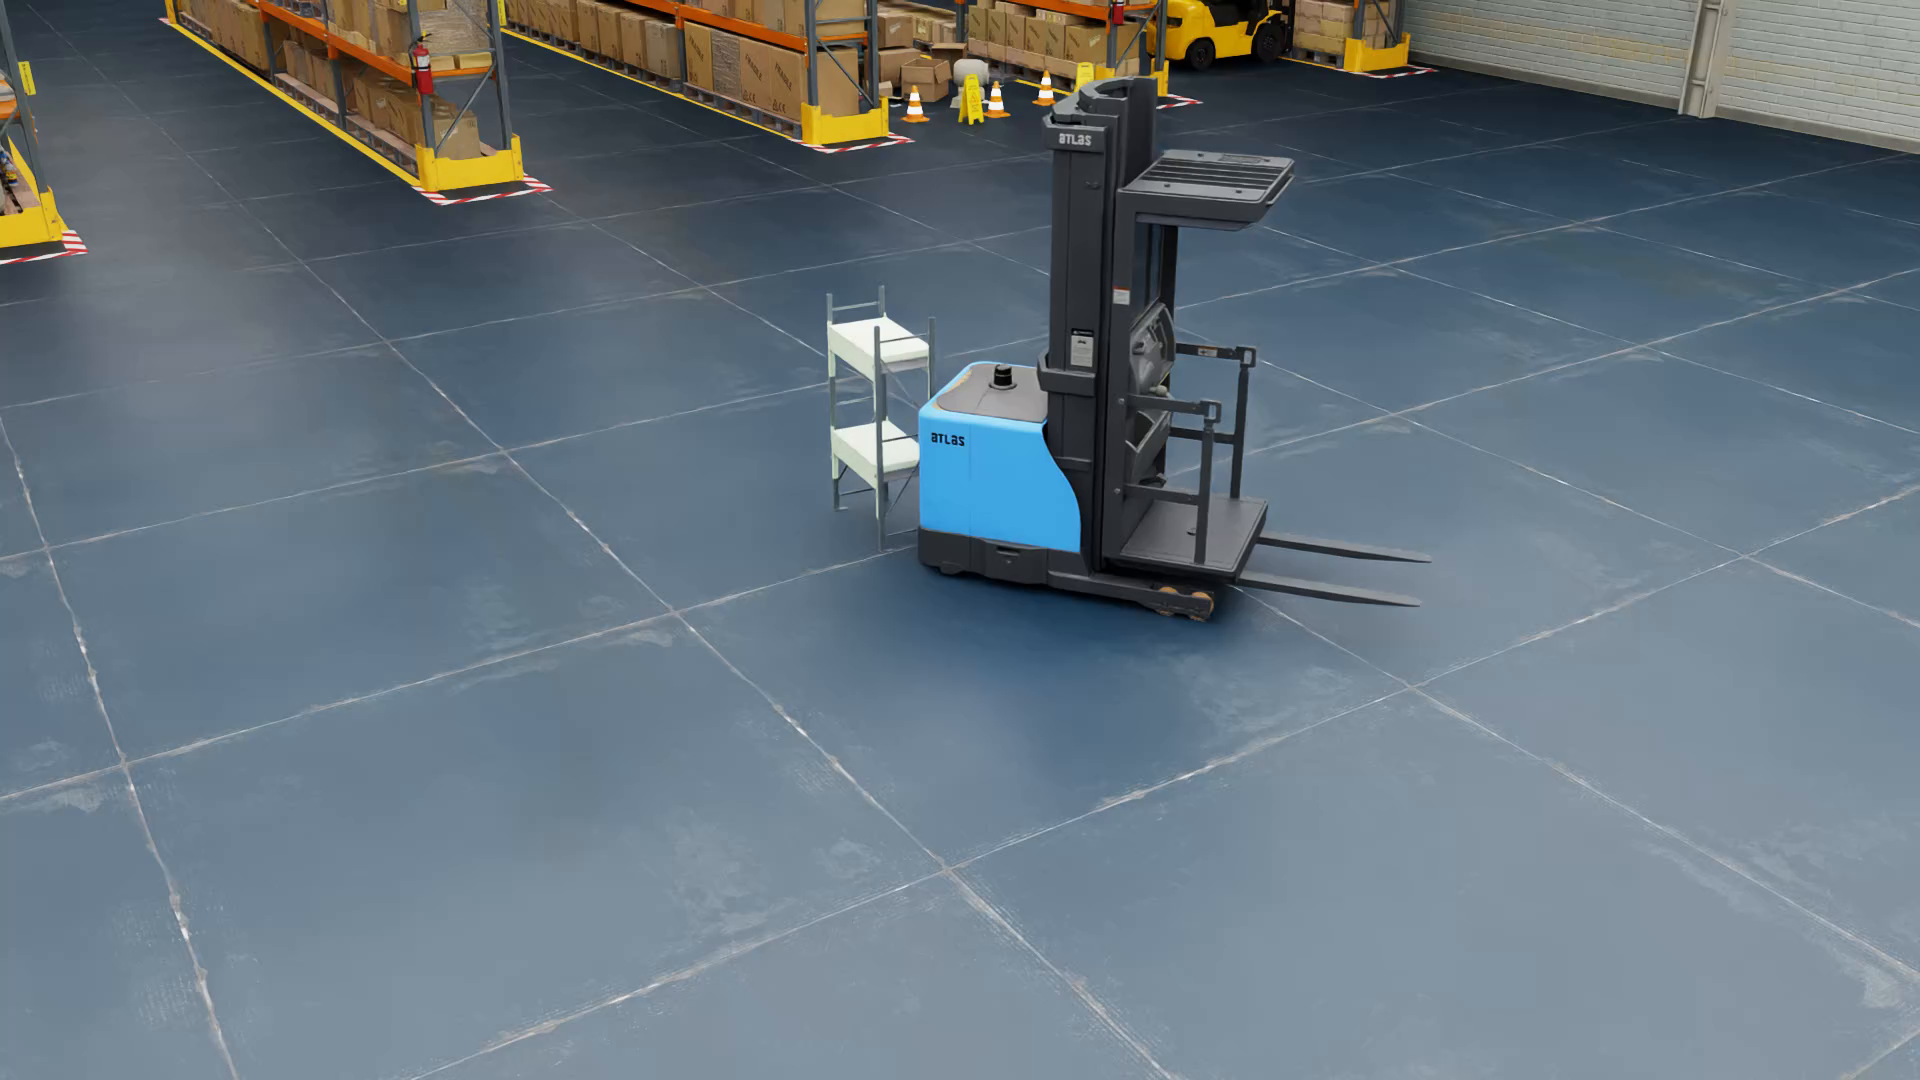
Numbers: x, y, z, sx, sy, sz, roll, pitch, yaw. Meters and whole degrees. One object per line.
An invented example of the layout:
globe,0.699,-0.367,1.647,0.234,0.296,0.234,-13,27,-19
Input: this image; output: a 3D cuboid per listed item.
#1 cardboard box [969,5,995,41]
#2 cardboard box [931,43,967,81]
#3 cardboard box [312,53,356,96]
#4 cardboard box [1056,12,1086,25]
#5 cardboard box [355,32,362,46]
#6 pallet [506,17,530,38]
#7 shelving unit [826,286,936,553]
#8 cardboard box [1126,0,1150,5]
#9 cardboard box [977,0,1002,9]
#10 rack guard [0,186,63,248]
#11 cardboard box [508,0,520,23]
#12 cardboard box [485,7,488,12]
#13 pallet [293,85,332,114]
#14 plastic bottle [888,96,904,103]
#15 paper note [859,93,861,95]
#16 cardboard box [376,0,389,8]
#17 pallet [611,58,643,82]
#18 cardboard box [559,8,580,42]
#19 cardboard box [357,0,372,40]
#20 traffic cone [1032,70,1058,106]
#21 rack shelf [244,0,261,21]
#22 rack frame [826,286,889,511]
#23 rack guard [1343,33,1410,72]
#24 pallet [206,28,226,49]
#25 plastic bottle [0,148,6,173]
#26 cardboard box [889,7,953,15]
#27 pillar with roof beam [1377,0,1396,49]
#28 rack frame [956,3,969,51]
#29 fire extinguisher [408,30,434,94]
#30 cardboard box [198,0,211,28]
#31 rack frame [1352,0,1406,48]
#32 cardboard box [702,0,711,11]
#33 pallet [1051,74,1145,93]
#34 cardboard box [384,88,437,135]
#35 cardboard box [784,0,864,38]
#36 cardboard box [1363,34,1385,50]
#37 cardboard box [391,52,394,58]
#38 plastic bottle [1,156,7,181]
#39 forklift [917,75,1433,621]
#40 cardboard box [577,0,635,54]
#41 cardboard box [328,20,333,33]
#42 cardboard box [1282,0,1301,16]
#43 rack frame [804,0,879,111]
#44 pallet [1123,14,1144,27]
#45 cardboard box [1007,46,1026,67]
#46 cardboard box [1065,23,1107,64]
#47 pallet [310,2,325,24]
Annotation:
cardboard box,0.482,-8.315,26.700,0.500,0.500,0.500,-14,29,-27
cardboard box,-0.169,-7.473,25.992,0.500,0.500,0.500,3,25,6
cardboard box,-8.784,-6.662,23.761,0.700,0.500,0.500,-18,31,-34
cardboard box,1.657,-7.793,24.834,0.380,0.149,0.250,-15,29,-28
cardboard box,-7.349,-6.292,20.858,0.380,0.149,0.250,-16,29,-30
pallet,-7.647,-9.436,30.490,1.003,0.211,1.213,-16,29,-30
shelving unit,-0.501,-0.776,10.637,0.431,1.500,0.755,-12,28,-24
cardboard box,2.558,-7.928,24.325,0.380,0.149,0.250,-15,29,-29
cardboard box,0.500,-8.549,26.437,0.380,0.149,0.250,-15,29,-29
rack guard,-9.964,-3.294,17.143,1.175,0.500,0.348,-16,29,-30
cardboard box,-7.892,-9.708,30.237,0.500,0.500,0.500,-14,29,-28
cardboard box,-8.843,-10.128,31.538,0.380,0.149,0.250,-17,30,-31
pallet,-9.013,-6.447,24.160,1.003,0.211,1.213,-16,29,-30
plastic bottle,-0.964,-6.444,24.328,0.283,0.061,0.133,18,31,33
paper note,-1.431,-6.708,24.933,0.172,0.023,0.155,-6,26,-12
cardboard box,-6.518,-6.511,19.392,0.500,0.500,0.500,-16,29,-30
pallet,-4.860,-7.548,26.491,1.003,0.211,1.213,-16,29,-30
cardboard box,-6.468,-8.778,28.267,0.500,0.500,0.500,-16,29,-30
cardboard box,-6.884,-6.467,20.470,0.875,0.500,0.500,-16,29,-30
traffic cone,1.254,-6.578,24.143,0.336,0.463,0.334,-16,29,-30
rack shelf,-11.192,-8.814,26.750,1.077,0.370,4.000,-16,29,-30
rack frame,-0.667,-0.915,10.932,0.400,1.500,0.023,-12,28,-24
rack guard,6.740,-7.891,26.881,1.175,0.500,0.348,-16,29,-30
pallet,-12.634,-8.884,29.322,1.003,0.211,1.213,-16,29,-30
plastic bottle,-11.107,-4.400,19.232,0.152,0.276,0.135,-15,29,-29
cardboard box,-0.679,-8.996,28.879,0.950,0.372,0.625,-14,29,-28
pillar with roof beam,3.495,-11.199,23.932,9.100,9.000,0.400,-16,29,-30
rack frame,0.386,-9.303,26.943,1.000,3.000,0.127,-16,29,-30
fire extinguisher,-6.057,-5.380,18.722,0.296,0.674,0.183,-16,29,-30
cardboard box,-13.069,-9.661,29.697,0.875,0.875,0.875,-16,29,-30
rack frame,6.727,-9.030,26.365,1.000,3.000,0.127,-16,29,-30
cardboard box,-3.175,-7.860,23.711,0.875,0.550,0.550,-16,29,-30
pallet,2.114,-6.937,25.198,1.003,0.211,1.213,-16,29,-30
cardboard box,-7.008,-5.494,21.310,0.500,0.500,0.500,-19,31,-34
cardboard box,-1.763,-6.873,21.619,0.875,0.550,0.550,-16,29,-30
cardboard box,6.622,-8.198,27.331,0.500,0.250,0.500,-15,29,-29
cardboard box,-6.603,-5.862,19.948,0.380,0.149,0.250,-16,29,-30
plastic bottle,-10.799,-4.217,18.851,0.097,0.271,0.097,0,25,0
forklift,1.310,-1.108,9.663,3.031,2.935,1.130,9,27,18
cardboard box,-5.633,-8.478,27.338,1.050,0.750,0.750,-16,30,-30
cardboard box,-8.052,-6.733,21.793,0.380,0.149,0.250,-16,29,-30
cardboard box,5.646,-8.880,27.606,0.500,0.250,0.500,-15,29,-29
rack frame,-1.522,-6.683,21.392,1.000,3.000,0.127,-16,29,-30
pallet,3.438,-9.891,31.456,1.003,0.211,1.213,-16,29,-30
cardboard box,1.075,-7.598,26.060,0.500,0.250,0.500,-16,30,-30
cardboard box,1.914,-7.384,24.728,0.500,0.500,0.500,-15,29,-29
pallet,-8.212,-7.214,22.743,1.003,0.211,1.213,-16,29,-30
